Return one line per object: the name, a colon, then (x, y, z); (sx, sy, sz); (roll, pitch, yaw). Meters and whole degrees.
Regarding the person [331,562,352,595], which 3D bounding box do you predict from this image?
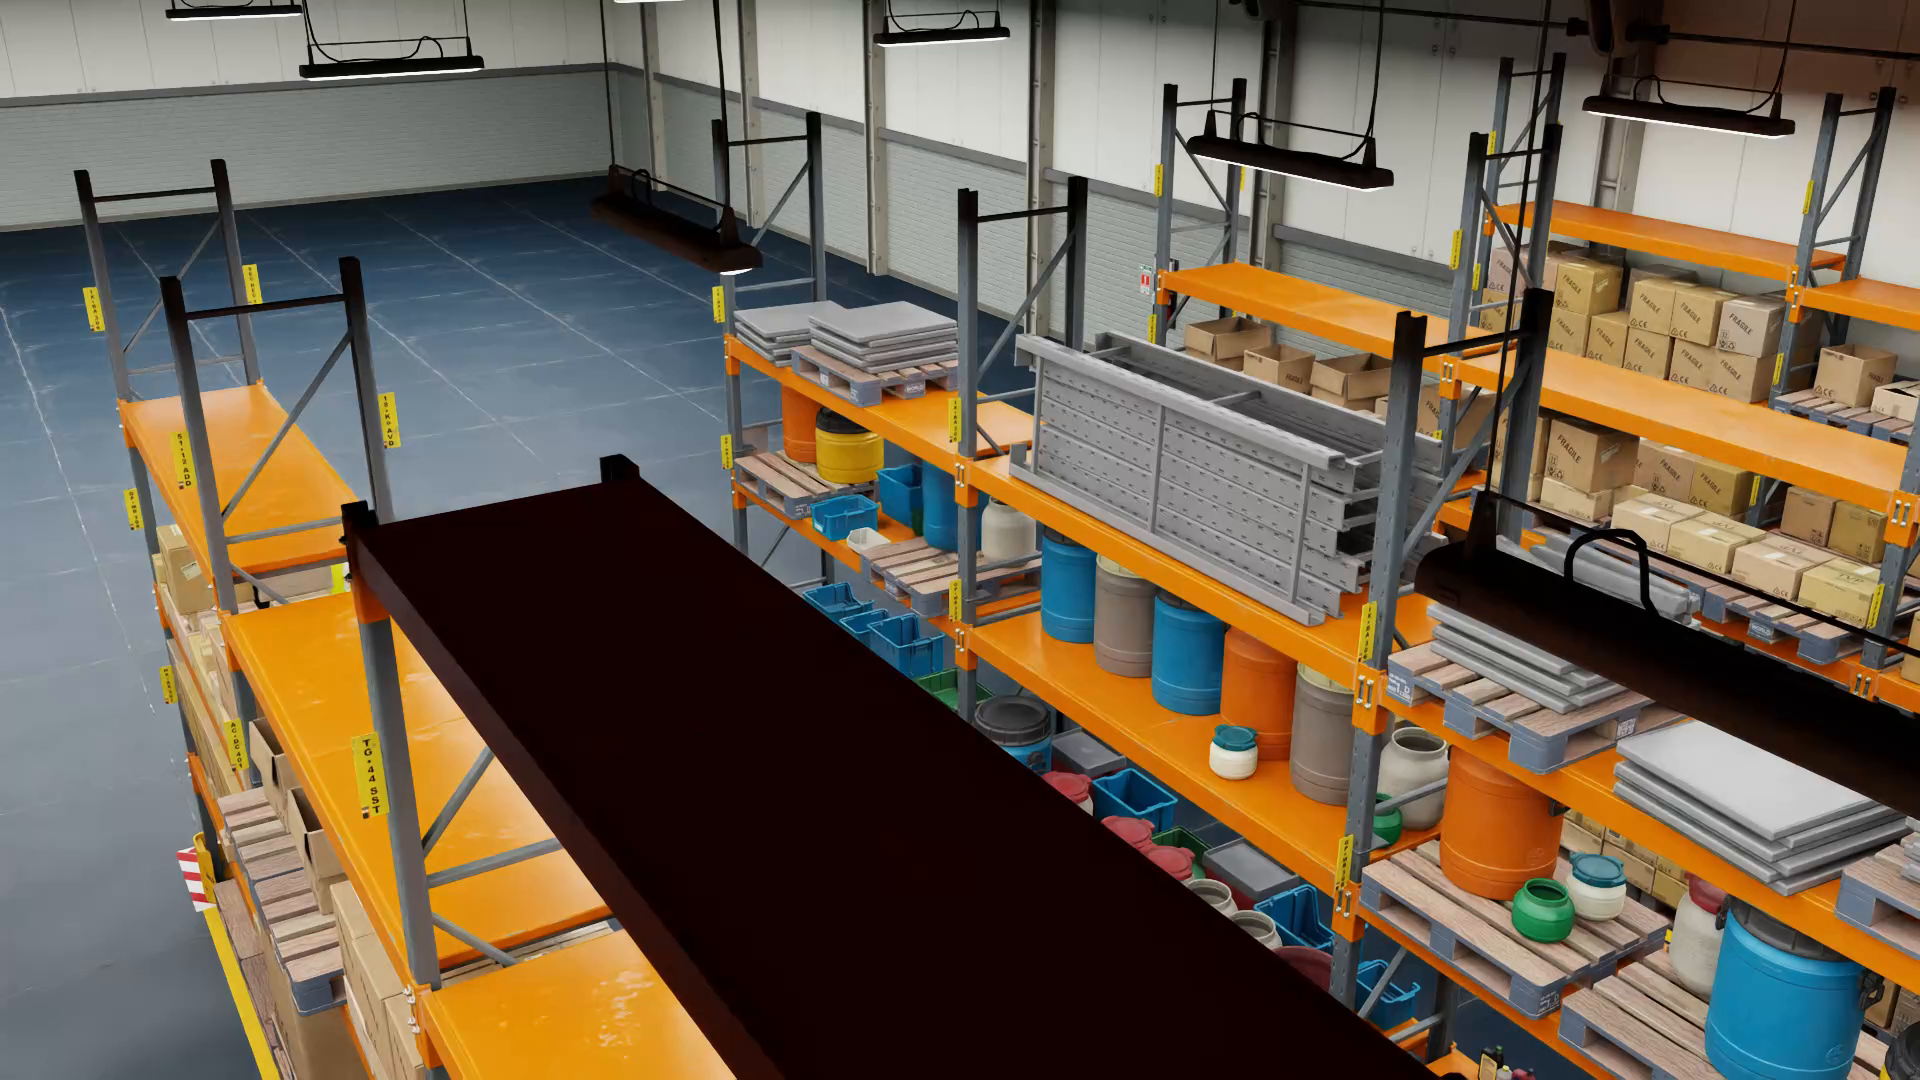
person: (-6.442, 0.723, 17.242); (0.642, 1.790, 0.641); (-5, 22, -12)
